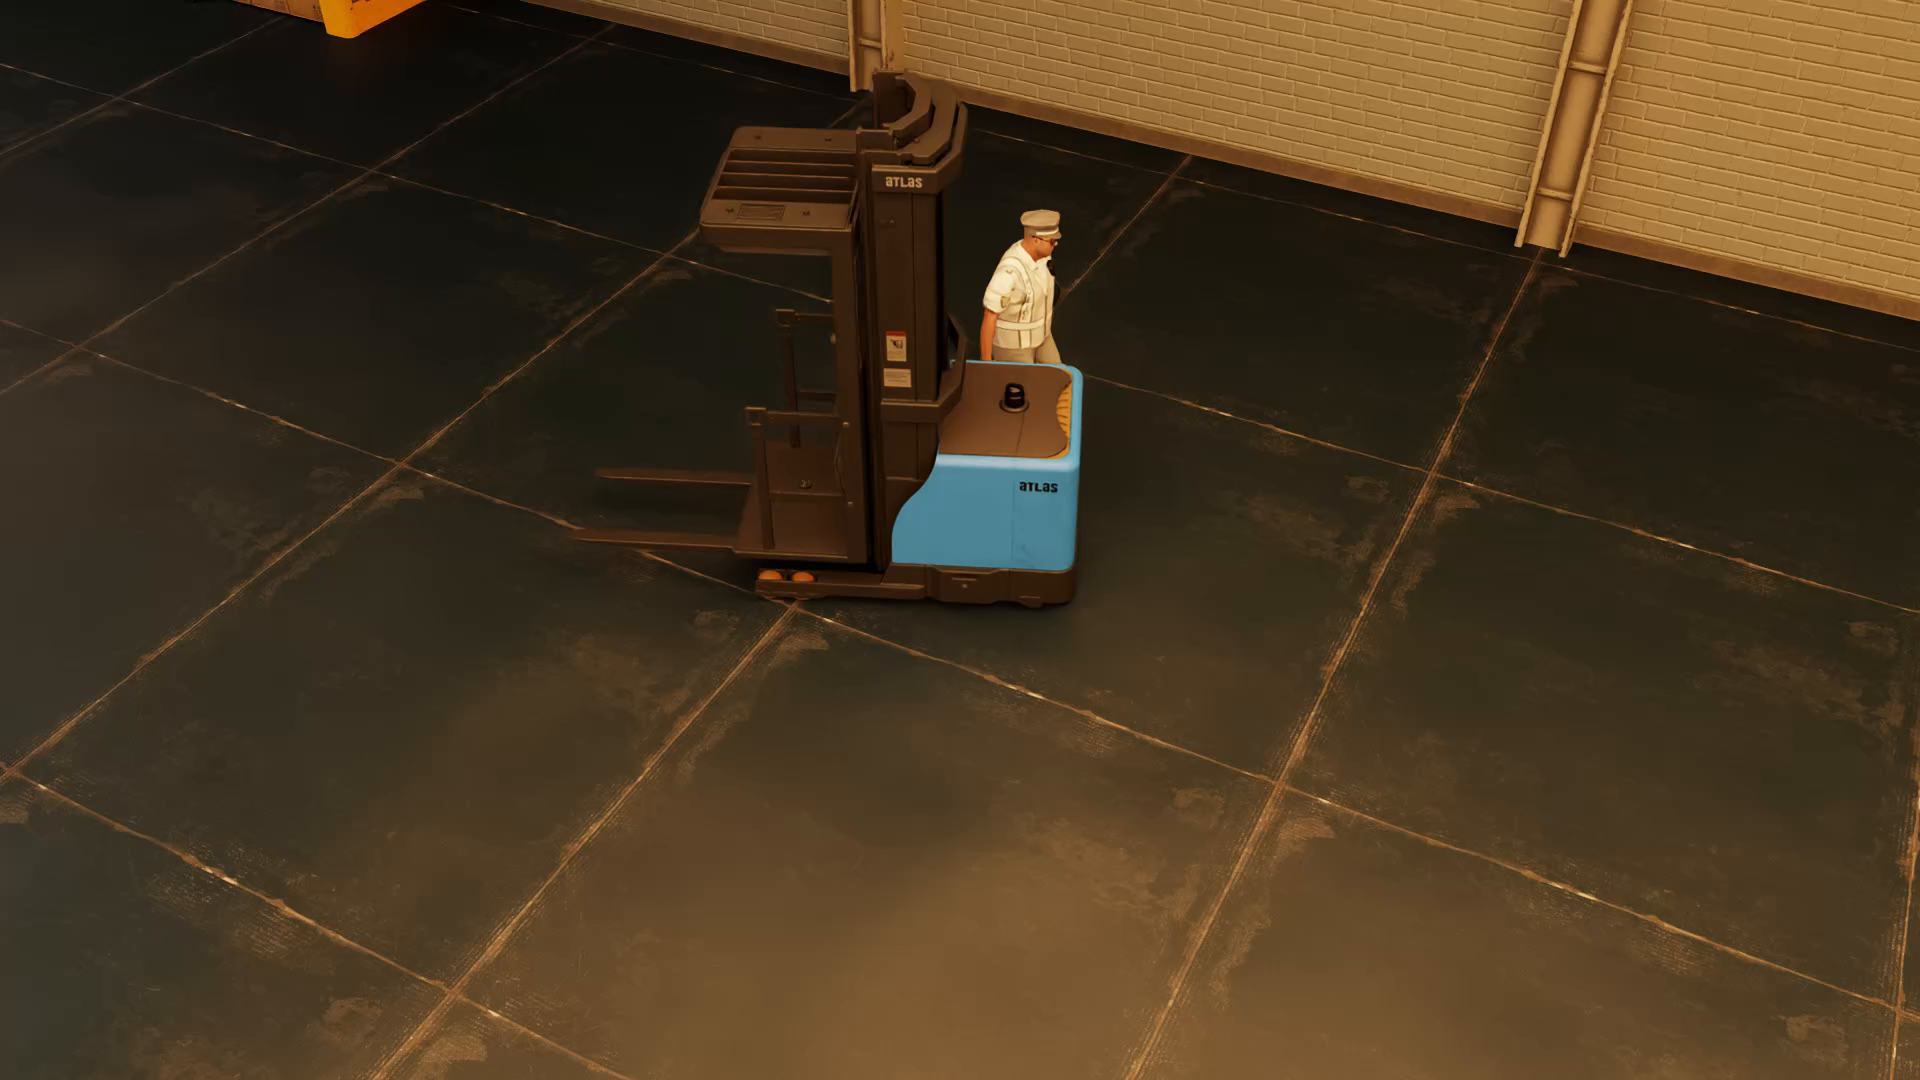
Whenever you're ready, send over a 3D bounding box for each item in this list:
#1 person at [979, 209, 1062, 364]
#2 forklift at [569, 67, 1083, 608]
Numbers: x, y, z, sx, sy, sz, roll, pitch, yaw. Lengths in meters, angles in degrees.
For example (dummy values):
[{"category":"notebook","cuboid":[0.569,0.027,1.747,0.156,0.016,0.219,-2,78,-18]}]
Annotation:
[{"category":"person","cuboid":[0.409,-1.312,10.493,0.423,1.718,0.858,20,44,22]},{"category":"forklift","cuboid":[-0.804,-1.103,9.296,3.031,2.935,1.130,3,40,3]}]
